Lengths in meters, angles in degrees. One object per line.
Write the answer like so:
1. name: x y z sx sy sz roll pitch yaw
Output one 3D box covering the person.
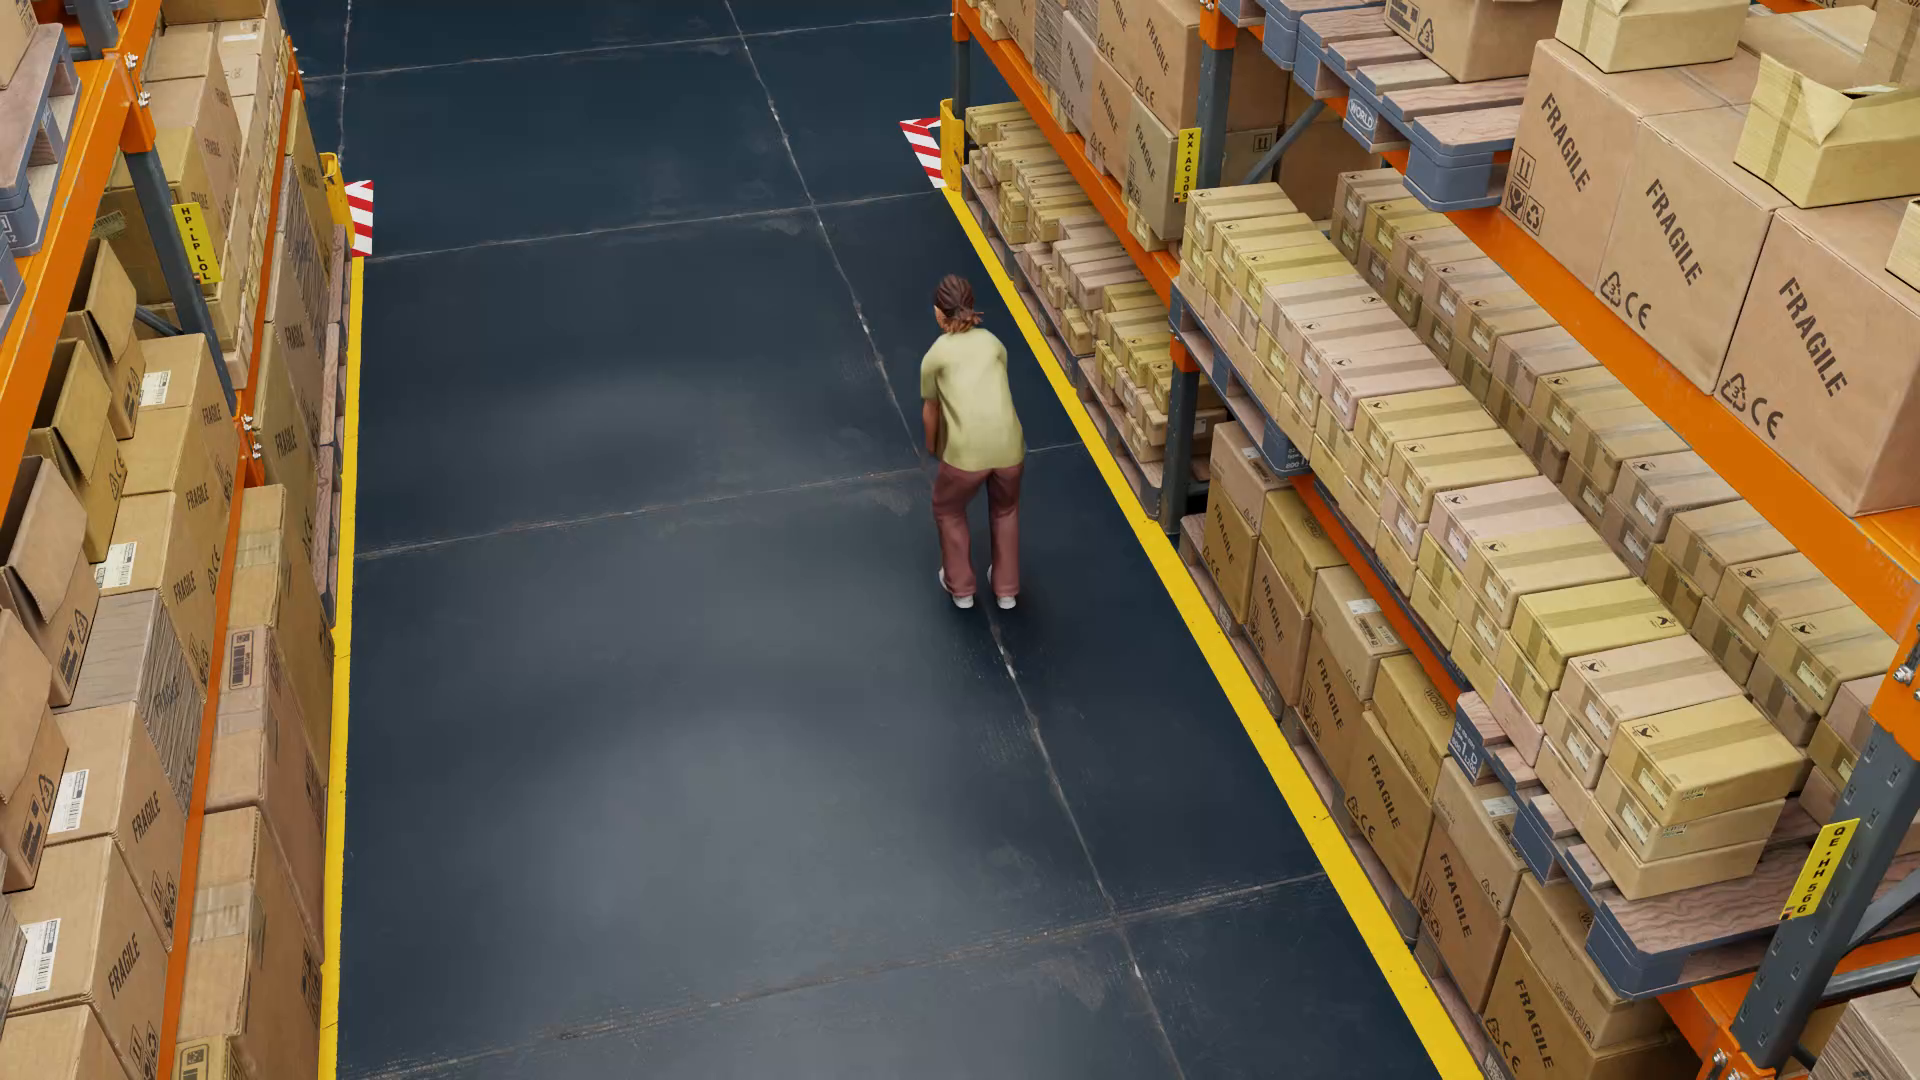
1. person: 0.044 -0.341 7.440 0.414 1.317 0.684 -10 39 -13
